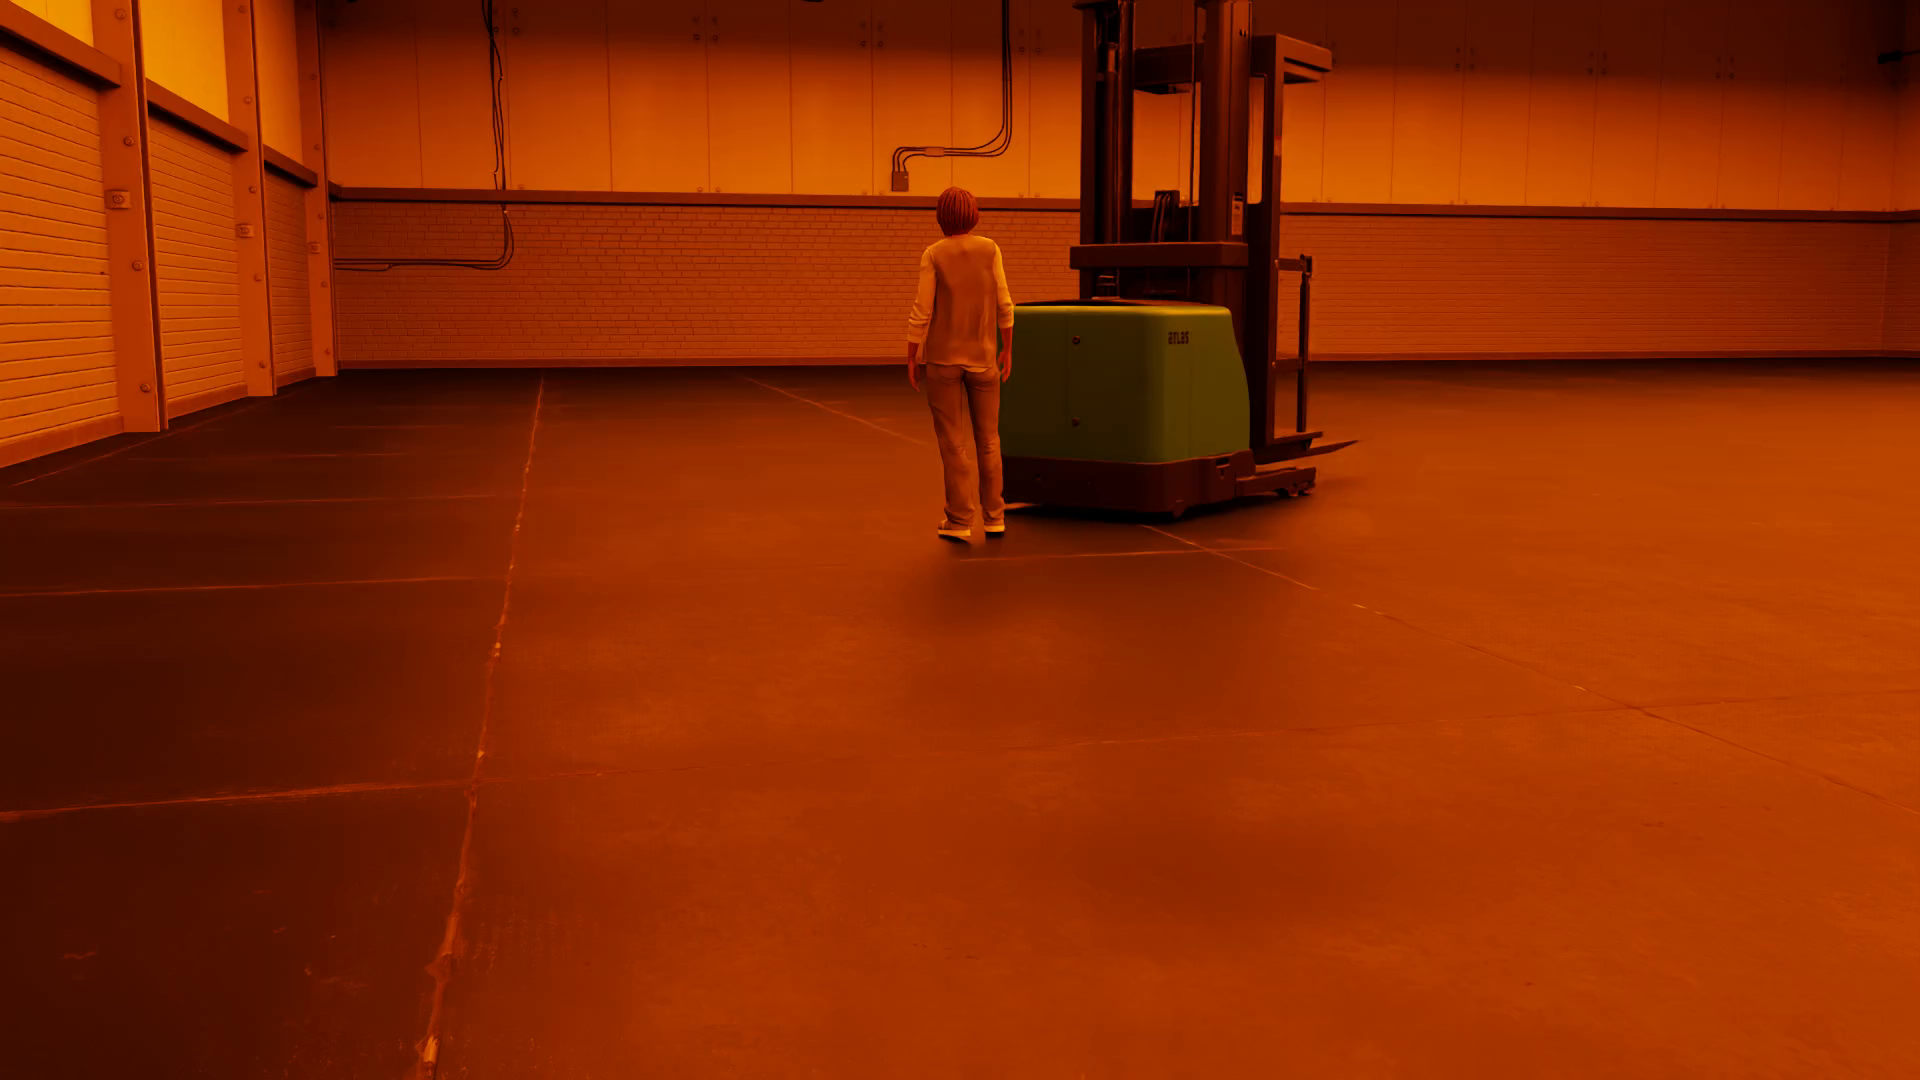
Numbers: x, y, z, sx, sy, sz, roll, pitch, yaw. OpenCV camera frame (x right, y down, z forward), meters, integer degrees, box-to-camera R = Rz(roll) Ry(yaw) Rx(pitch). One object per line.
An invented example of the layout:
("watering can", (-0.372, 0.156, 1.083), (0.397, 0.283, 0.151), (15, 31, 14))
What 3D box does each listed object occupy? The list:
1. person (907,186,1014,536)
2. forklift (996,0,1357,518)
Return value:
("person", (-0.003, -0.809, 7.669), (0.520, 1.597, 0.475), (-2, 8, -13))
("forklift", (1.398, -1.722, 9.438), (1.130, 2.935, 3.031), (6, 10, 35))
